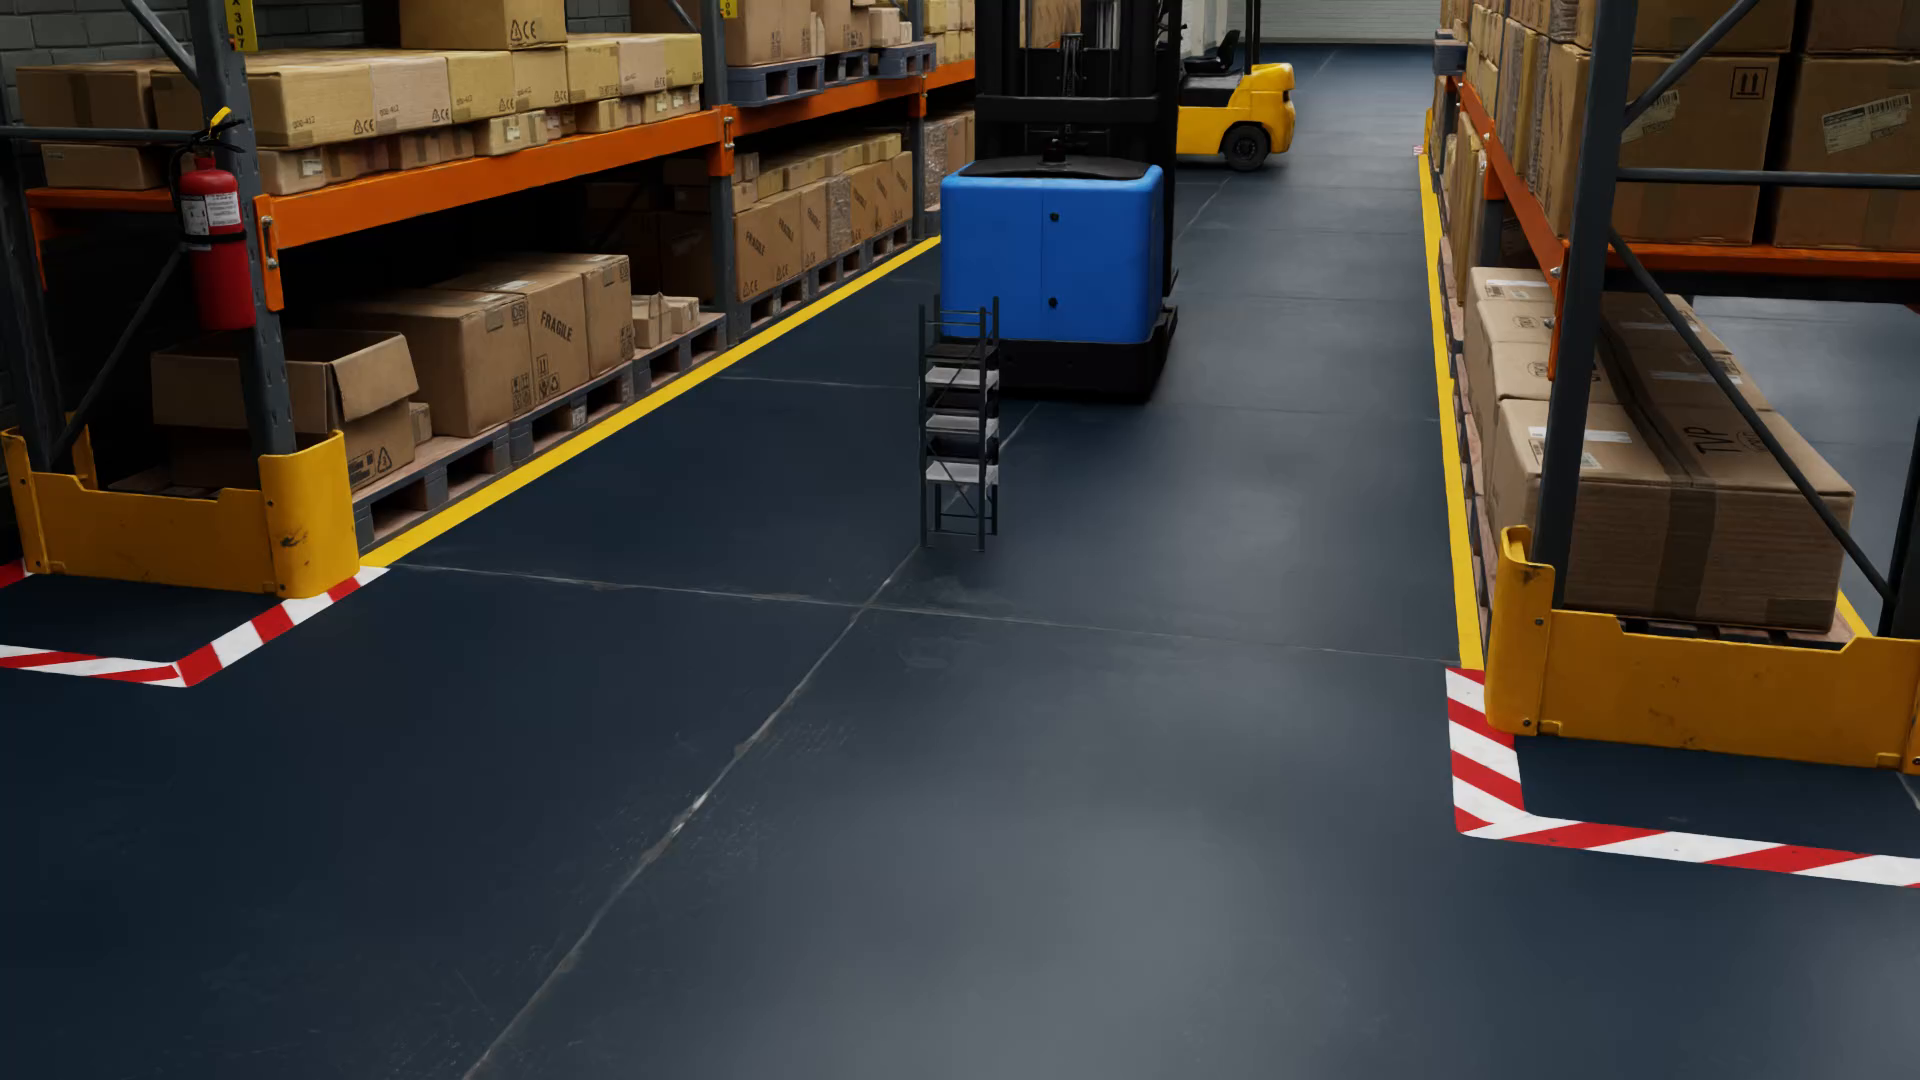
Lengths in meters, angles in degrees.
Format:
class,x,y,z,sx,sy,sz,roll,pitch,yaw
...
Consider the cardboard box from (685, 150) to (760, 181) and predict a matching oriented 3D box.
class,x,y,z,sx,sy,sz,roll,pitch,yaw
cardboard box,-1.390,-2.185,9.699,0.380,0.149,0.250,4,19,11

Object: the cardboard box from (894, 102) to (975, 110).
class,x,y,z,sx,sy,sz,roll,pitch,yaw
cardboard box,-0.112,-3.721,15.464,0.875,0.625,0.625,4,19,13

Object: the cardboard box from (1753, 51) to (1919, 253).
class,x,y,z,sx,sy,sz,roll,pitch,yaw
cardboard box,2.480,-1.076,4.542,0.500,0.500,0.500,5,19,13

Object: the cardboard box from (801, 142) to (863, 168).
class,x,y,z,sx,sy,sz,roll,pitch,yaw
cardboard box,-0.903,-2.701,11.668,0.380,0.149,0.250,5,20,15

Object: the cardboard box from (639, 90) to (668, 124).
class,x,y,z,sx,sy,sz,roll,pitch,yaw
cardboard box,-1.668,-2.140,8.200,0.380,0.149,0.250,5,20,15

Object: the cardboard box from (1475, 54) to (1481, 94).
class,x,y,z,sx,sy,sz,roll,pitch,yaw
cardboard box,3.433,-2.877,10.203,0.500,0.250,0.500,5,20,15

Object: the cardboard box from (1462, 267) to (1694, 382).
class,x,y,z,sx,sy,sz,roll,pitch,yaw
cardboard box,2.804,-0.952,7.649,0.875,0.438,0.875,4,19,13

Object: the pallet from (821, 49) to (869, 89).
class,x,y,z,sx,sy,sz,roll,pitch,yaw
pallet,-1.246,-3.098,10.915,1.003,0.211,1.213,5,19,13

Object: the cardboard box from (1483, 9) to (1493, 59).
class,x,y,z,sx,sy,sz,roll,pitch,yaw
cardboard box,3.169,-2.797,9.196,0.500,0.250,0.500,5,20,15

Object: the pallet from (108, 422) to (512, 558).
class,x,y,z,sx,sy,sz,roll,pitch,yaw
pallet,-2.517,-0.246,6.580,1.003,0.211,1.213,5,19,13

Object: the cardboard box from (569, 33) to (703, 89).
class,x,y,z,sx,sy,sz,roll,pitch,yaw
cardboard box,-1.640,-2.436,8.451,0.500,0.250,0.500,5,20,15

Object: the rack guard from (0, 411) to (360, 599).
class,x,y,z,sx,sy,sz,roll,pitch,yaw
rack guard,-2.711,-0.132,5.802,1.175,0.500,0.348,5,19,13

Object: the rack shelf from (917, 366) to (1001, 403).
class,x,y,z,sx,sy,sz,roll,pitch,yaw
rack shelf,-0.002,-0.562,5.987,0.258,0.077,0.200,5,19,13

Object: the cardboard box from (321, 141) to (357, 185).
class,x,y,z,sx,sy,sz,roll,pitch,yaw
cardboard box,-2.366,-1.337,5.851,0.380,0.149,0.250,5,20,15

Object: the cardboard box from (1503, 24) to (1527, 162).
class,x,y,z,sx,sy,sz,roll,pitch,yaw
cardboard box,2.438,-1.763,6.552,0.500,0.500,0.500,5,19,14

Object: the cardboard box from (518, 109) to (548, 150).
class,x,y,z,sx,sy,sz,roll,pitch,yaw
cardboard box,-1.976,-1.738,7.024,0.380,0.149,0.250,5,20,15

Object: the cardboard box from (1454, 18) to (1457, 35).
class,x,y,z,sx,sy,sz,roll,pitch,yaw
cardboard box,4.229,-4.187,13.545,0.380,0.149,0.250,5,20,15

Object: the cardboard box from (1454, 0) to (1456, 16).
class,x,y,z,sx,sy,sz,roll,pitch,yaw
cardboard box,4.253,-4.452,13.315,0.500,0.500,0.500,4,19,11

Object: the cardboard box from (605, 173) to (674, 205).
class,x,y,z,sx,sy,sz,roll,pitch,yaw
cardboard box,-1.883,-2.089,9.877,0.380,0.149,0.250,5,19,13

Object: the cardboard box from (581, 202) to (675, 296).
class,x,y,z,sx,sy,sz,roll,pitch,yaw
cardboard box,-1.919,-1.738,9.854,0.500,0.500,0.500,5,19,13

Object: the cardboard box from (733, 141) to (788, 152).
class,x,y,z,sx,sy,sz,roll,pitch,yaw
cardboard box,-1.435,-2.740,11.782,0.380,0.149,0.250,4,19,11

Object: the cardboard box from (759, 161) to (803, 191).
class,x,y,z,sx,sy,sz,roll,pitch,yaw
cardboard box,-1.211,-2.296,10.483,0.380,0.149,0.250,5,19,13

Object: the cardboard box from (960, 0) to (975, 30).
class,x,y,z,sx,sy,sz,roll,pitch,yaw
cardboard box,-0.161,-4.404,13.899,0.500,0.250,0.500,4,19,12

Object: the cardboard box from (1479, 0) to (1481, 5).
class,x,y,z,sx,sy,sz,roll,pitch,yaw
cardboard box,3.570,-3.637,10.494,0.500,0.500,0.500,5,19,14

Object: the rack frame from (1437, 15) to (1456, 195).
class,x,y,z,sx,sy,sz,roll,pitch,yaw
rack frame,5.016,-4.662,15.196,1.000,3.000,0.127,5,19,13

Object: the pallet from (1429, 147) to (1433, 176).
class,x,y,z,sx,sy,sz,roll,pitch,yaw
pallet,5.442,-3.939,17.394,1.003,0.211,1.213,5,19,13

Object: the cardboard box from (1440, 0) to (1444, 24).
class,x,y,z,sx,sy,sz,roll,pitch,yaw
cardboard box,5.609,-5.977,18.431,0.500,0.500,0.500,4,19,13

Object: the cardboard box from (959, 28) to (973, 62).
class,x,y,z,sx,sy,sz,roll,pitch,yaw
cardboard box,-0.183,-4.167,13.979,0.500,0.250,0.500,4,19,12

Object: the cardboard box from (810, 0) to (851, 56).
class,x,y,z,sx,sy,sz,roll,pitch,yaw
cardboard box,-1.099,-3.334,10.502,0.700,0.500,0.500,5,19,13

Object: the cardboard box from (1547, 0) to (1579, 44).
class,x,y,z,sx,sy,sz,roll,pitch,yaw
cardboard box,2.071,-1.757,4.990,0.500,0.500,0.500,5,19,14

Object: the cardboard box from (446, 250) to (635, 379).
class,x,y,z,sx,sy,sz,roll,pitch,yaw
cardboard box,-1.988,-1.082,7.932,0.700,0.500,0.500,4,19,11

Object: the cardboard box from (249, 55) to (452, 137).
class,x,y,z,sx,sy,sz,roll,pitch,yaw
cardboard box,-2.235,-1.640,6.121,0.500,0.250,0.500,5,19,14

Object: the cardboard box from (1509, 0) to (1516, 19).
class,x,y,z,sx,sy,sz,roll,pitch,yaw
cardboard box,2.710,-2.545,7.296,0.500,0.500,0.500,5,19,14

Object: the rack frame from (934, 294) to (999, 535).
class,x,y,z,sx,sy,sz,roll,pitch,yaw
rack frame,0.023,-0.455,6.128,0.240,0.900,0.006,5,19,13

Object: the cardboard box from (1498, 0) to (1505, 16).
class,x,y,z,sx,sy,sz,roll,pitch,yaw
cardboard box,2.927,-2.835,8.145,0.500,0.500,0.500,5,20,15

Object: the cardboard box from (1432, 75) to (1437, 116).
class,x,y,z,sx,sy,sz,roll,pitch,yaw
cardboard box,5.523,-4.930,18.423,0.500,0.500,0.500,4,19,12

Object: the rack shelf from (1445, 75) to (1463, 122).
class,x,y,z,sx,sy,sz,roll,pitch,yaw
rack shelf,4.528,-3.695,13.477,1.077,0.370,4.000,5,19,13

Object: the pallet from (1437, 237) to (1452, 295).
class,x,y,z,sx,sy,sz,roll,pitch,yaw
pallet,3.773,-1.847,11.270,1.003,0.211,1.213,5,19,13

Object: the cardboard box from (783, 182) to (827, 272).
class,x,y,z,sx,sy,sz,roll,pitch,yaw
cardboard box,-1.169,-2.019,10.675,0.500,0.500,0.500,4,19,12

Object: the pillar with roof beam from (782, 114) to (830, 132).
class,x,y,z,sx,sy,sz,roll,pitch,yaw
pillar with roof beam,2.844,-6.778,12.109,9.100,9.000,0.400,5,19,13

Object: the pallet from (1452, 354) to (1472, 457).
class,x,y,z,sx,sy,sz,roll,pitch,yaw
pallet,2.800,-0.603,7.625,1.003,0.211,1.213,5,19,13

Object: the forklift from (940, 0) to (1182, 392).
class,x,y,z,sx,sy,sz,roll,pitch,yaw
forklift,0.667,-2.541,9.091,1.130,2.935,3.031,3,19,10

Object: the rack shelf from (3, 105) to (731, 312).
class,x,y,z,sx,sy,sz,roll,pitch,yaw
rack shelf,-2.241,-1.578,7.280,1.077,0.370,4.000,5,19,13

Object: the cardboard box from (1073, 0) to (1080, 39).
class,x,y,z,sx,sy,sz,roll,pitch,yaw
cardboard box,1.053,-5.856,18.538,0.500,0.500,0.500,4,19,12

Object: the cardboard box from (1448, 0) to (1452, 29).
class,x,y,z,sx,sy,sz,roll,pitch,yaw
cardboard box,5.003,-5.171,16.070,0.500,0.500,0.500,5,20,15

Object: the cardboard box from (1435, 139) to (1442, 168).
class,x,y,z,sx,sy,sz,roll,pitch,yaw
cardboard box,4.900,-3.766,16.177,0.500,0.250,0.500,6,20,16

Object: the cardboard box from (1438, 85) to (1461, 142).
class,x,y,z,sx,sy,sz,roll,pitch,yaw
cardboard box,4.901,-4.121,16.056,0.500,0.500,0.500,4,19,13

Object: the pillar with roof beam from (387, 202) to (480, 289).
class,x,y,z,sx,sy,sz,roll,pitch,yaw
pillar with roof beam,1.378,-4.897,6.603,9.100,9.000,0.400,5,19,13

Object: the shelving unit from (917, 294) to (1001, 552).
class,x,y,z,sx,sy,sz,roll,pitch,yaw
shelving unit,-0.002,-0.423,6.035,0.258,0.900,0.210,5,19,13
